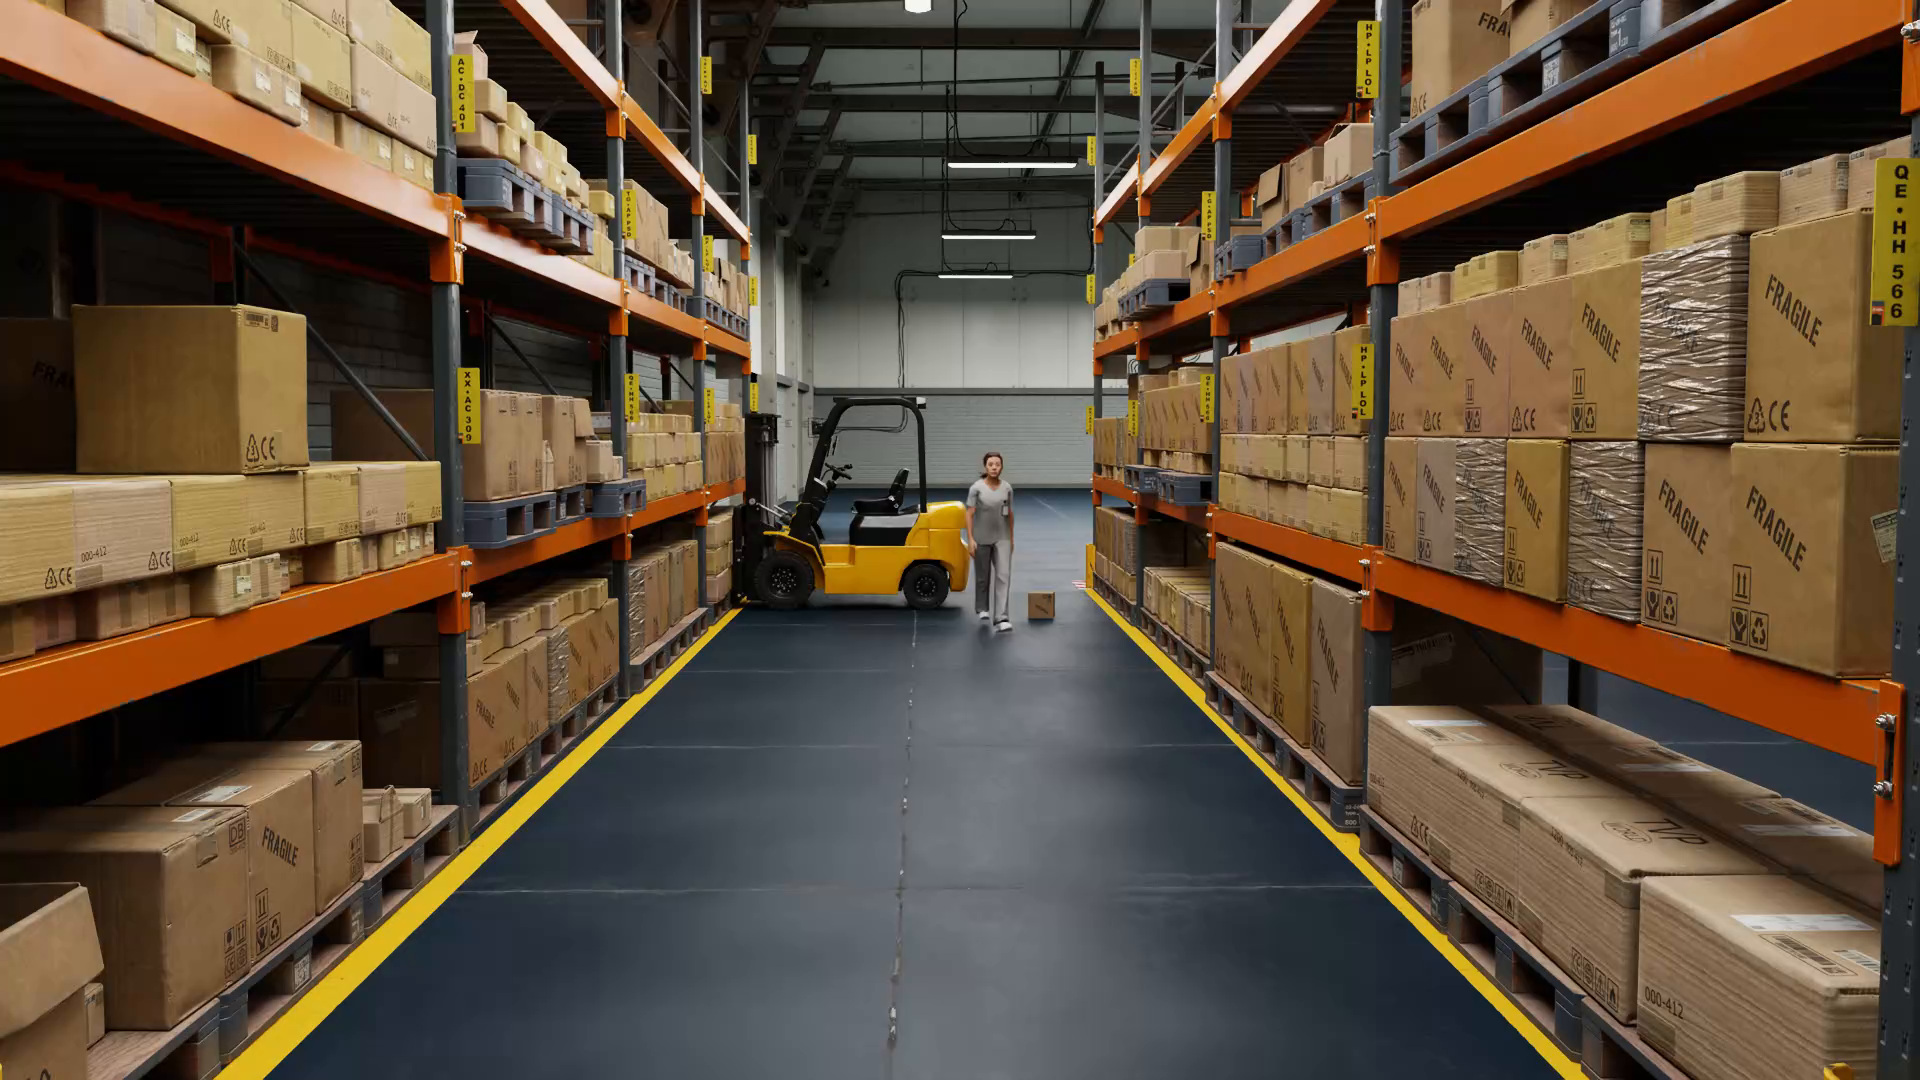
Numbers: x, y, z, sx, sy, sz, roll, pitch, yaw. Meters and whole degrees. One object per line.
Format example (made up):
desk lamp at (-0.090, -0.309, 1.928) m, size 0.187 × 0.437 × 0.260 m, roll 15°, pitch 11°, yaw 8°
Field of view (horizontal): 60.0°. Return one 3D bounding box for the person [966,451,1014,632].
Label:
person at (0.275, 0.004, 15.071) m, size 0.465 × 1.614 × 1.056 m, roll 0°, pitch 4°, yaw -6°
